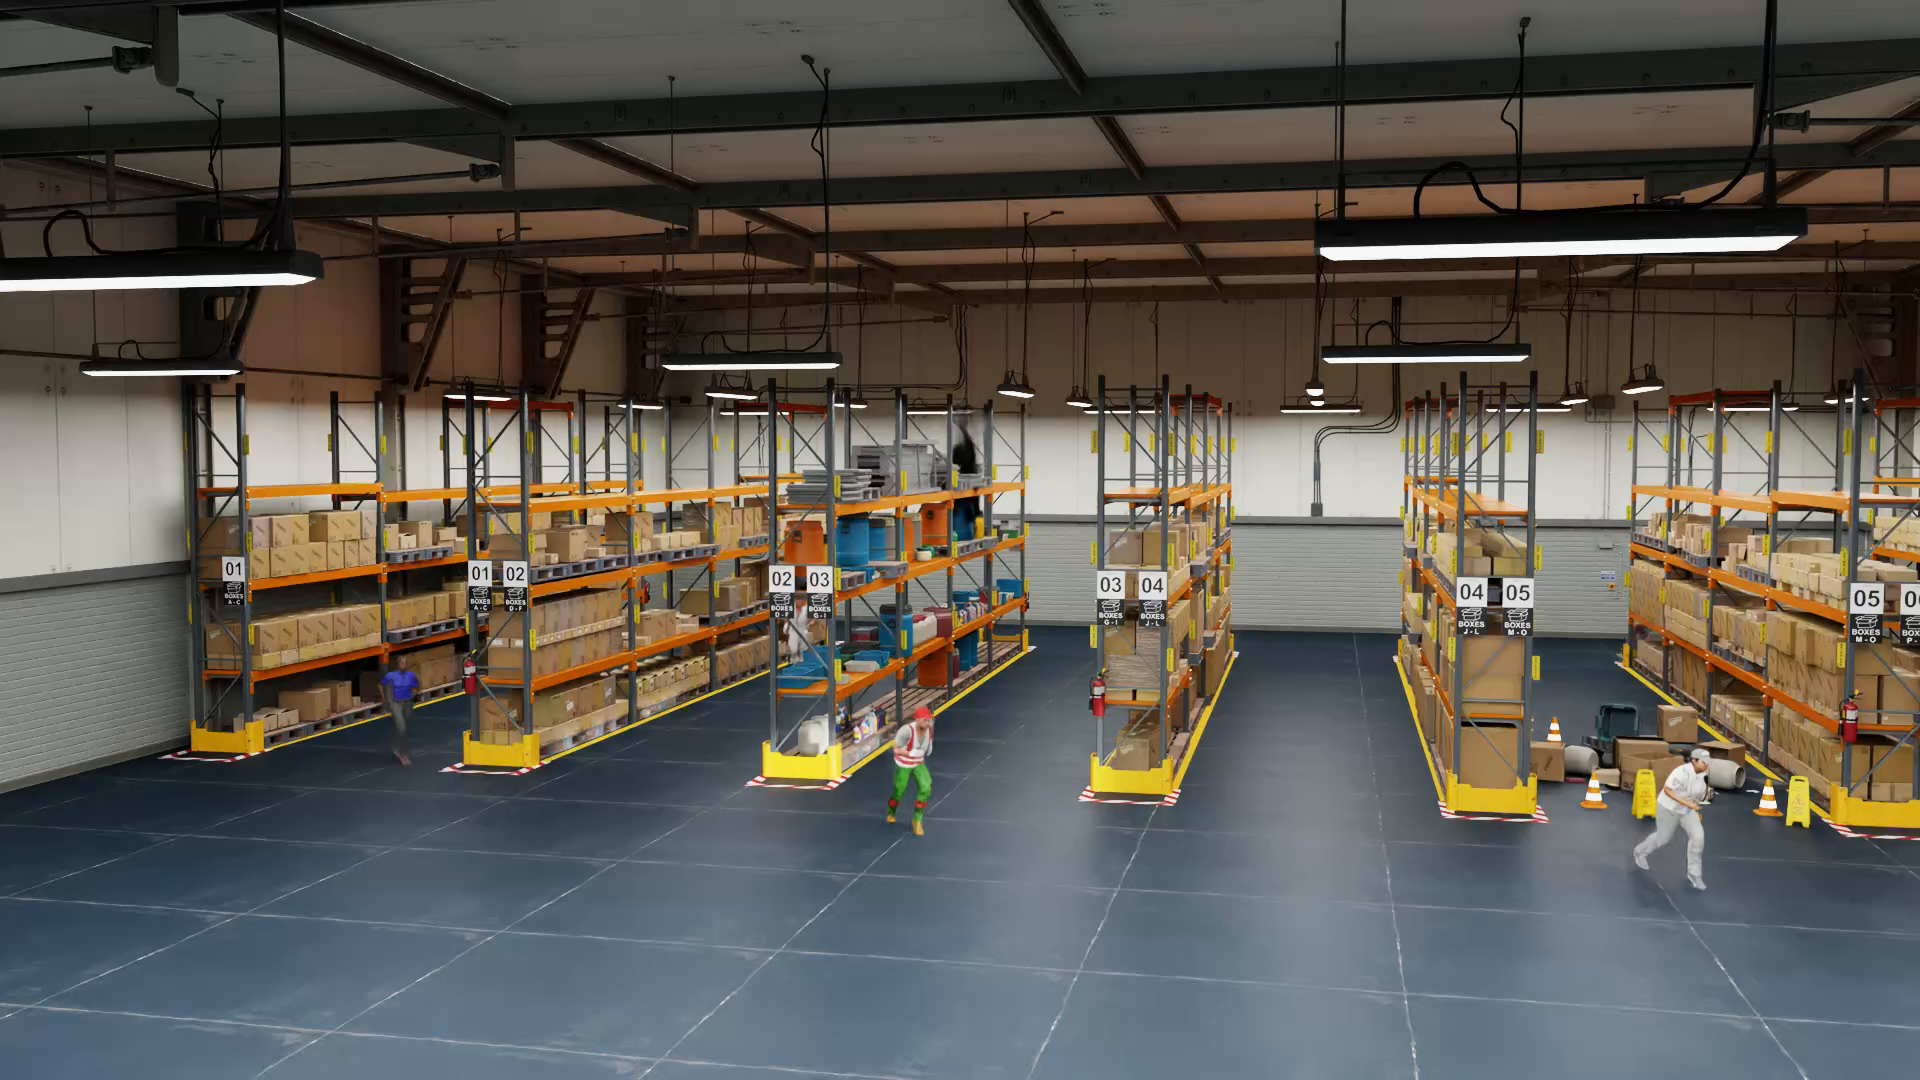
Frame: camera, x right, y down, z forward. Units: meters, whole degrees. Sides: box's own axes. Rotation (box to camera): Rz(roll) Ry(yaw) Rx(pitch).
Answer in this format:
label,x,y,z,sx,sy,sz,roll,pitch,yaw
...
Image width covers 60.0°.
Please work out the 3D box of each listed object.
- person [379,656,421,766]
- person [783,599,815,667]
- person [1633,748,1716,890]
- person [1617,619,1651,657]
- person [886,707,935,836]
label,x,y,z,sx,sy,sz,roll,pitch,yaw
person,-8.801,2.674,26.208,0.542,1.715,0.837,-3,5,-44
person,-3.305,1.974,34.083,0.669,1.769,0.907,0,3,-2
person,8.208,3.144,19.106,0.646,1.627,1.034,-2,4,-30
person,15.801,1.949,38.726,0.945,1.649,0.627,2,4,33
person,-0.641,2.962,21.521,0.707,1.710,1.013,-2,4,-34
